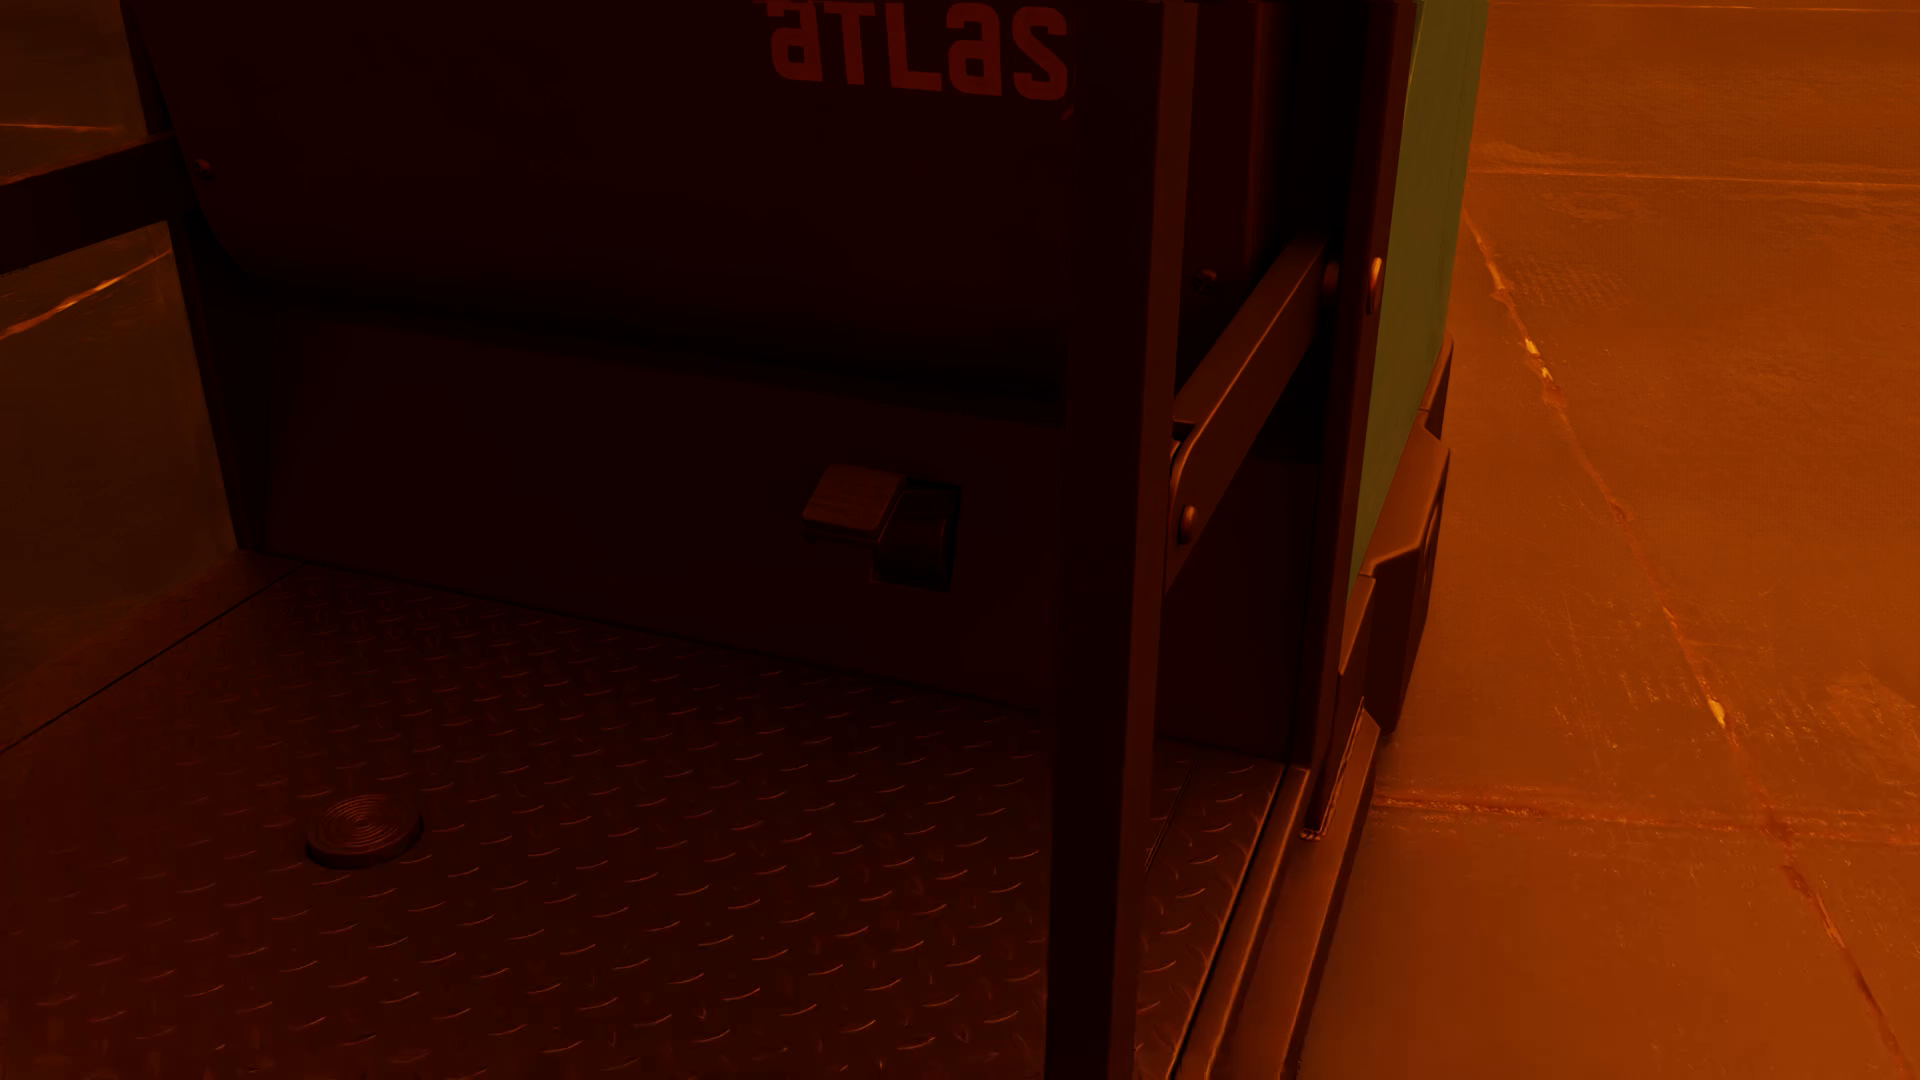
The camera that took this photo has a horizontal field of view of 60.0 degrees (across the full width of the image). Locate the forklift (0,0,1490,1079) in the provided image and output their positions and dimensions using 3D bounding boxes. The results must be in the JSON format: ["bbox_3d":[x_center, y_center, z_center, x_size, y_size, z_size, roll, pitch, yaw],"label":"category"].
[{"bbox_3d":[-0.296,-0.810,0.839,1.130,2.935,3.031,10,28,19],"label":"forklift"}]
